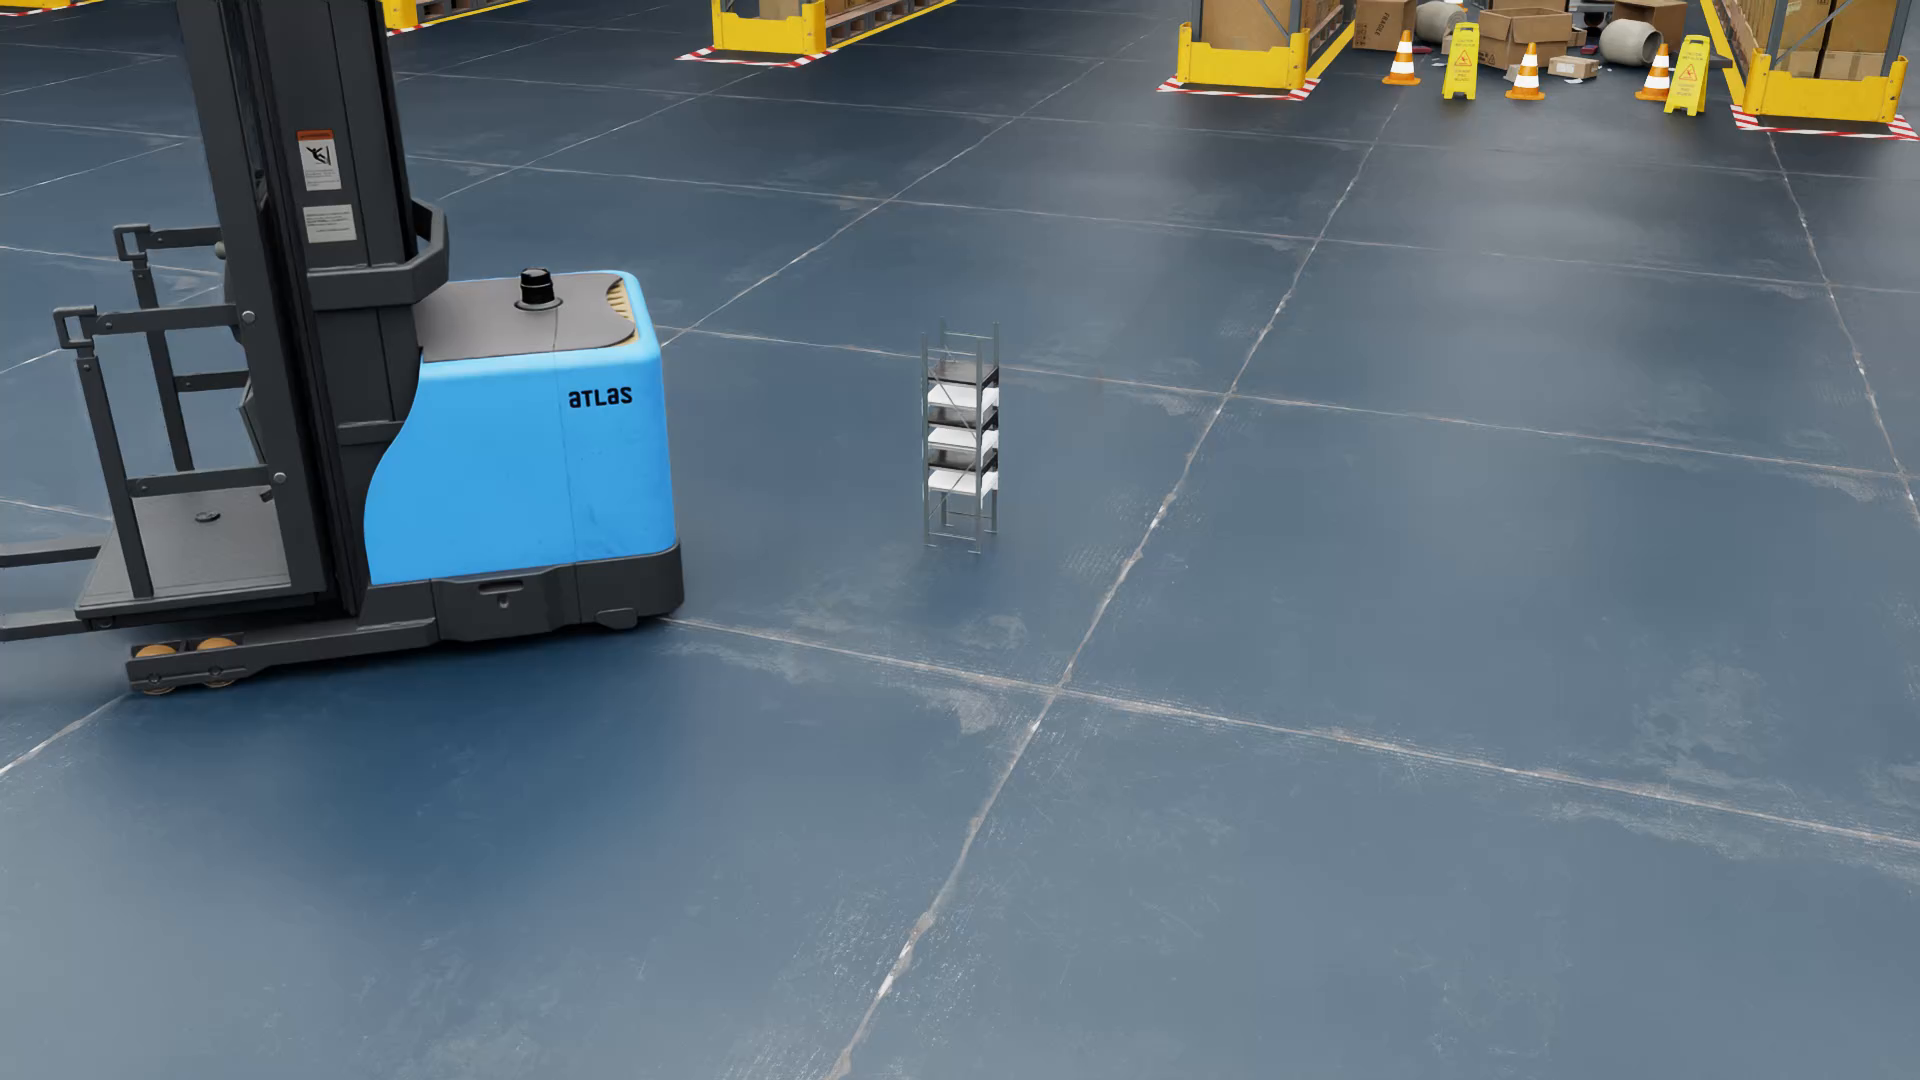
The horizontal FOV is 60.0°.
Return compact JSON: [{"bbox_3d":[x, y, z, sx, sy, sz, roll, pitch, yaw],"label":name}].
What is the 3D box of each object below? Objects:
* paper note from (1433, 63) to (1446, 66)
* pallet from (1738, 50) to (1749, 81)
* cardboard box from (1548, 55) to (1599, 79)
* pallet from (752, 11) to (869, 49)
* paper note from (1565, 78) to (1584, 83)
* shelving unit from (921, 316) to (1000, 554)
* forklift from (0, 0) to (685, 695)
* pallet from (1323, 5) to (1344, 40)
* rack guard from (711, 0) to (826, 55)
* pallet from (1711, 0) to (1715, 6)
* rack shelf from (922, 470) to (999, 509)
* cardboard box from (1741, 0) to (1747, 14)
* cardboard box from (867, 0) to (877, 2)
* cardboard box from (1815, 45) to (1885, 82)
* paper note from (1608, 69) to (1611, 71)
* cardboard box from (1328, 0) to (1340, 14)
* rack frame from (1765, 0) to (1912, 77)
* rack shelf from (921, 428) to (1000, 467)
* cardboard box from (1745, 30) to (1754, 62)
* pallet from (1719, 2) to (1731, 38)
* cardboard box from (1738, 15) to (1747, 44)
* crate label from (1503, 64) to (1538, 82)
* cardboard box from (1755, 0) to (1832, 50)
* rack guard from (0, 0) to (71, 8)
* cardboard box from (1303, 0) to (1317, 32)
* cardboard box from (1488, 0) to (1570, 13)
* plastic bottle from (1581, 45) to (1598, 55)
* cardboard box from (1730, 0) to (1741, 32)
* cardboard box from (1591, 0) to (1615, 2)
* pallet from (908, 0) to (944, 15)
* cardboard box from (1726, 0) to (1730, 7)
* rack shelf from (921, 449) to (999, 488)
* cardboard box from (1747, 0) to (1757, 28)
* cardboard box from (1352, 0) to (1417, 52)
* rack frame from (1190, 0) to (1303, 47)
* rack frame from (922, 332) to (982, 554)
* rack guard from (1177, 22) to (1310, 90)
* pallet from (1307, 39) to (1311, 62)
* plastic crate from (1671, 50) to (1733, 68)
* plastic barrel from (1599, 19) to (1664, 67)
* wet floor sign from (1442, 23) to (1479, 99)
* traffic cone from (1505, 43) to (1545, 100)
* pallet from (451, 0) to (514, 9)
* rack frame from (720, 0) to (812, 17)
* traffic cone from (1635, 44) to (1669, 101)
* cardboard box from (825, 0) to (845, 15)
[{"bbox_3d":[4.754,-4.703,16.430,0.144,0.017,0.142,20,32,35],"label":"paper note"},{"bbox_3d":[8.083,-4.587,15.982,1.003,0.211,1.213,9,27,17],"label":"pallet"},{"bbox_3d":[5.877,-4.531,15.937,0.250,0.149,0.380,-20,33,-36],"label":"cardboard box"},{"bbox_3d":[-1.670,-5.525,17.918,1.003,0.211,1.213,9,27,17],"label":"pallet"},{"bbox_3d":[5.784,-4.323,15.644,0.148,0.019,0.142,0,26,-1],"label":"paper note"},{"bbox_3d":[0.003,-0.408,6.561,0.258,0.900,0.210,9,27,17],"label":"shelving unit"},{"bbox_3d":[-2.590,-1.048,5.551,3.031,2.935,1.130,-7,27,-13],"label":"forklift"},{"bbox_3d":[3.649,-5.747,18.377,1.003,0.211,1.213,9,27,17],"label":"pallet"},{"bbox_3d":[-1.974,-5.326,17.176,1.175,0.500,0.348,9,27,17],"label":"rack guard"},{"bbox_3d":[9.747,-6.694,20.334,1.003,0.211,1.213,9,27,17],"label":"pallet"},{"bbox_3d":[0.003,-0.216,6.654,0.258,0.077,0.200,9,27,17],"label":"rack shelf"},{"bbox_3d":[8.059,-5.490,16.460,0.500,0.500,0.500,10,28,20],"label":"cardboard box"},{"bbox_3d":[-1.155,-6.466,19.049,0.500,0.500,0.500,6,27,13],"label":"cardboard box"},{"bbox_3d":[7.876,-4.226,14.708,0.500,0.250,0.500,9,27,17],"label":"cardboard box"},{"bbox_3d":[6.328,-4.579,16.197,0.032,0.001,0.123,9,27,17],"label":"paper note"},{"bbox_3d":[3.701,-6.287,18.249,0.875,0.875,0.875,9,27,18],"label":"cardboard box"},{"bbox_3d":[7.346,-4.983,13.599,1.000,3.000,0.127,9,27,17],"label":"rack frame"},{"bbox_3d":[0.003,-0.378,6.575,0.258,0.077,0.200,9,27,17],"label":"rack shelf"},{"bbox_3d":[7.541,-4.517,15.311,0.500,0.250,0.500,9,27,18],"label":"cardboard box"},{"bbox_3d":[8.935,-5.692,18.263,1.003,0.211,1.213,9,27,17],"label":"pallet"},{"bbox_3d":[7.885,-4.935,16.174,0.500,0.250,0.500,8,27,17],"label":"cardboard box"},{"bbox_3d":[5.316,-4.411,15.704,0.250,0.136,0.298,-5,26,-9],"label":"crate label"},{"bbox_3d":[7.367,-4.639,14.701,0.500,0.500,0.500,9,27,18],"label":"cardboard box"},{"bbox_3d":[-11.347,-6.723,20.062,1.175,0.500,0.348,9,27,17],"label":"rack guard"},{"bbox_3d":[3.099,-5.542,16.710,0.875,0.875,0.875,8,27,17],"label":"cardboard box"},{"bbox_3d":[5.847,-5.395,17.159,0.797,0.637,0.503,9,27,17],"label":"cardboard box"},{"bbox_3d":[6.479,-5.046,17.101,0.133,0.061,0.283,14,29,26],"label":"plastic bottle"},{"bbox_3d":[8.226,-5.375,17.082,0.500,0.250,0.500,7,27,15],"label":"cardboard box"},{"bbox_3d":[6.989,-6.088,17.881,0.500,0.500,0.500,9,27,17],"label":"cardboard box"},{"bbox_3d":[-0.858,-6.527,19.989,1.003,0.211,1.213,9,27,17],"label":"pallet"},{"bbox_3d":[9.086,-6.145,18.532,0.950,0.372,0.625,11,28,21],"label":"cardboard box"},{"bbox_3d":[0.003,-0.297,6.615,0.258,0.077,0.200,9,27,17],"label":"rack shelf"},{"bbox_3d":[7.712,-5.060,15.572,0.500,0.500,0.500,8,27,16],"label":"cardboard box"},{"bbox_3d":[4.427,-5.392,17.310,0.500,0.500,0.500,14,29,26],"label":"cardboard box"},{"bbox_3d":[2.645,-5.659,14.996,1.000,3.000,0.127,9,27,17],"label":"rack frame"},{"bbox_3d":[-0.031,-0.367,6.474,0.240,0.900,0.006,9,27,17],"label":"rack frame"},{"bbox_3d":[2.637,-4.524,15.520,1.175,0.500,0.348,9,27,17],"label":"rack guard"},{"bbox_3d":[2.837,-4.744,16.306,1.003,0.211,1.213,9,27,17],"label":"pallet"},{"bbox_3d":[7.382,-4.786,16.543,0.402,0.080,0.583,0,26,-1],"label":"plastic crate"},{"bbox_3d":[6.606,-4.891,16.367,0.421,0.421,0.512,-14,29,-27],"label":"plastic barrel"},{"bbox_3d":[4.502,-4.300,14.891,0.267,0.644,0.232,4,26,8],"label":"wet floor sign"},{"bbox_3d":[5.113,-4.226,14.947,0.336,0.463,0.334,9,27,17],"label":"traffic cone"},{"bbox_3d":[-6.006,-6.754,20.457,1.003,0.211,1.213,9,27,17],"label":"pallet"},{"bbox_3d":[-1.999,-6.420,16.567,1.000,3.000,0.127,9,27,17],"label":"rack frame"},{"bbox_3d":[6.273,-4.205,14.903,0.336,0.463,0.334,9,27,17],"label":"traffic cone"},{"bbox_3d":[-1.609,-5.989,18.063,0.500,0.500,0.500,17,30,31],"label":"cardboard box"}]
